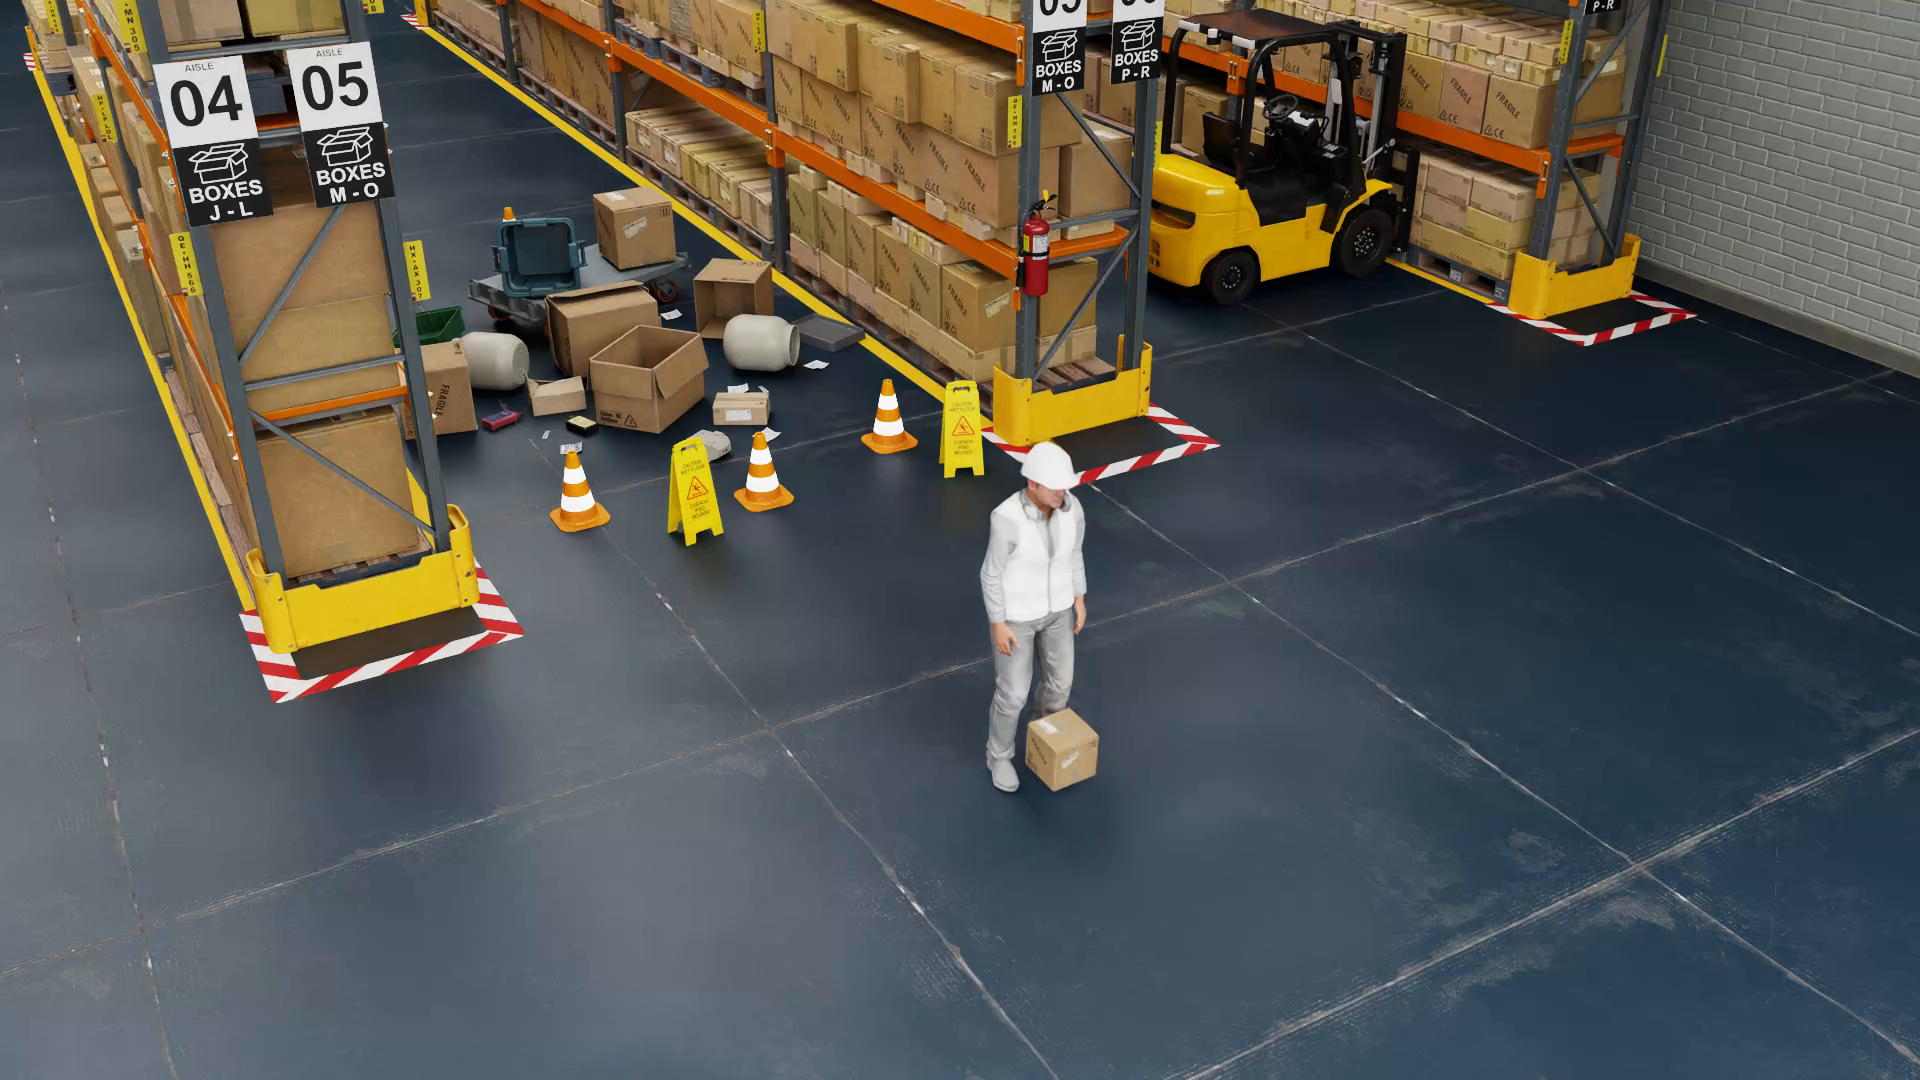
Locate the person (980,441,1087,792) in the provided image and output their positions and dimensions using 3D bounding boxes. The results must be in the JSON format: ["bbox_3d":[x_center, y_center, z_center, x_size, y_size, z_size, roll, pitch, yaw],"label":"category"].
[{"bbox_3d":[0.356,0.330,7.936,0.568,1.773,0.450,-17,33,-28],"label":"person"}]
